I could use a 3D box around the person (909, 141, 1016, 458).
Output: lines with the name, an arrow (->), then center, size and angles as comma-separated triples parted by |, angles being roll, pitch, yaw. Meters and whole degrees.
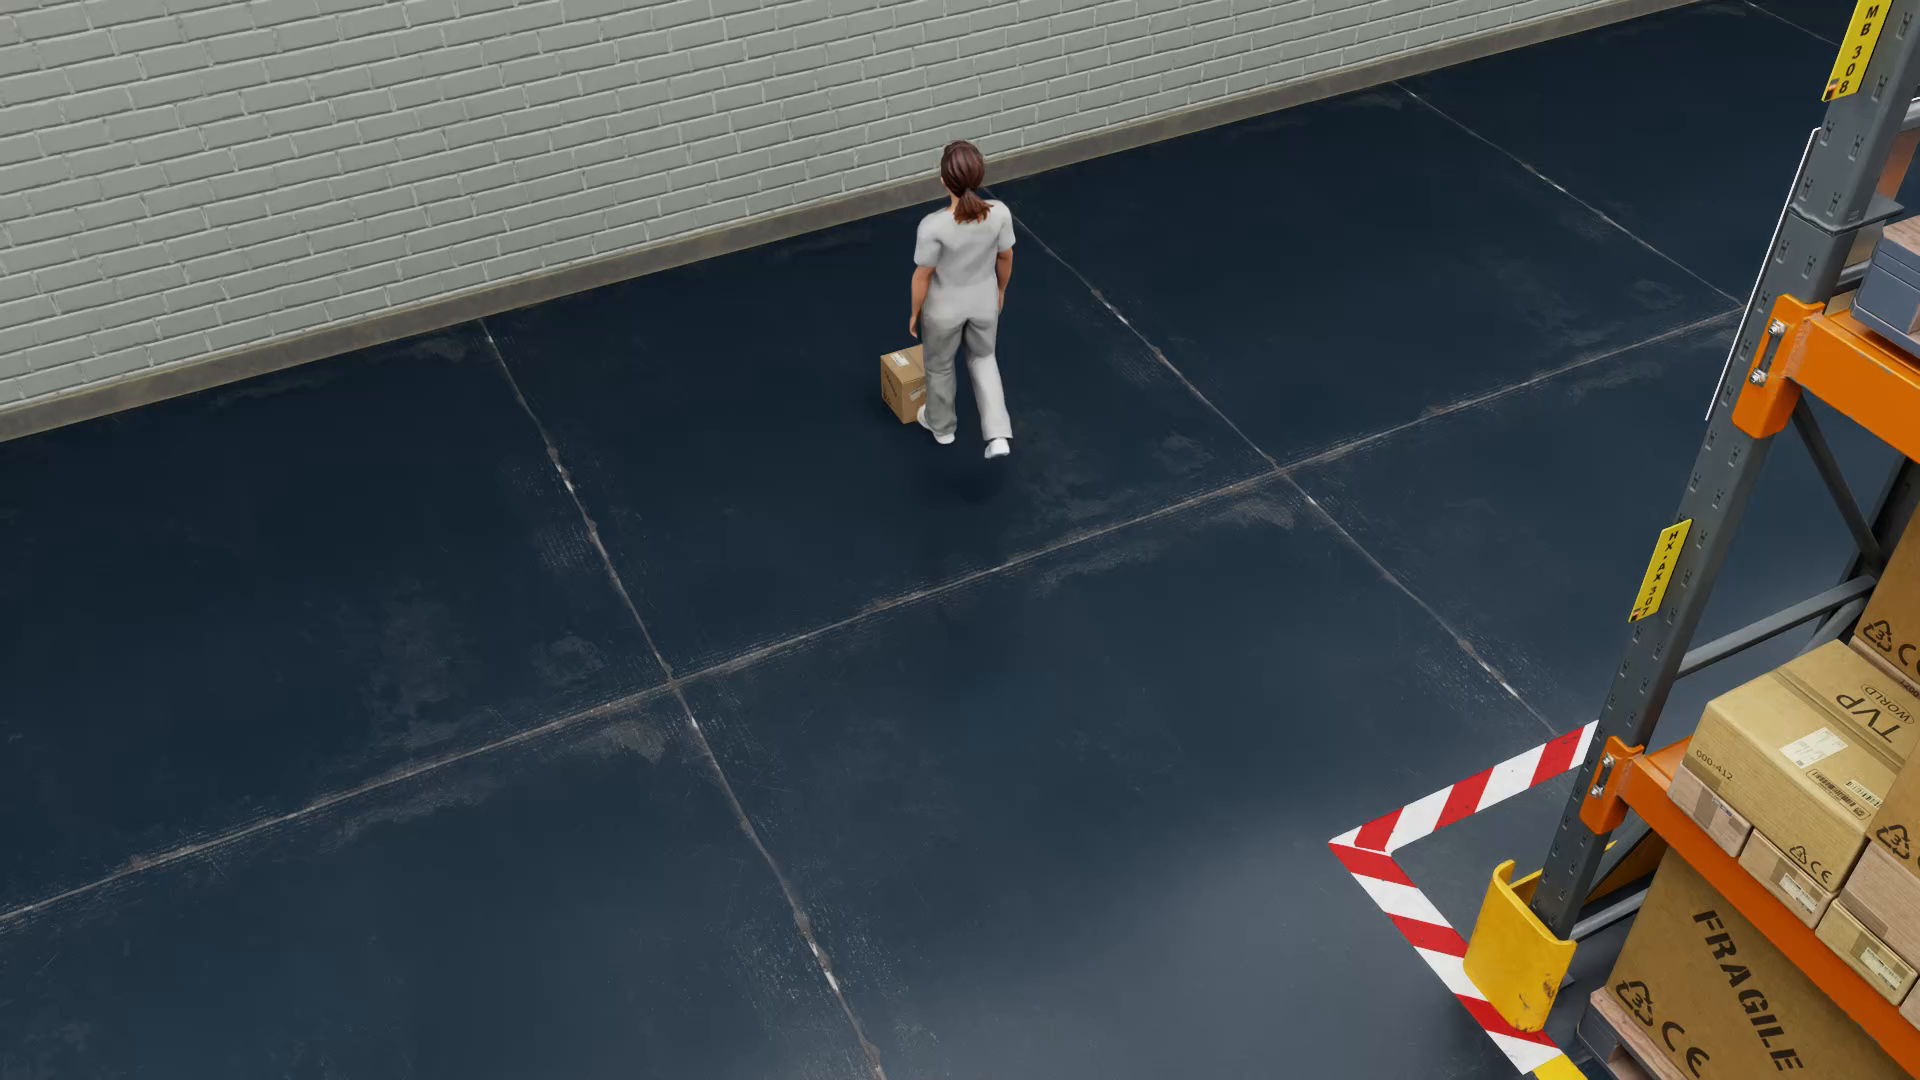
person -> -0.006, -1.036, 7.331 | 0.462, 1.653, 0.743 | -13, 43, -14
